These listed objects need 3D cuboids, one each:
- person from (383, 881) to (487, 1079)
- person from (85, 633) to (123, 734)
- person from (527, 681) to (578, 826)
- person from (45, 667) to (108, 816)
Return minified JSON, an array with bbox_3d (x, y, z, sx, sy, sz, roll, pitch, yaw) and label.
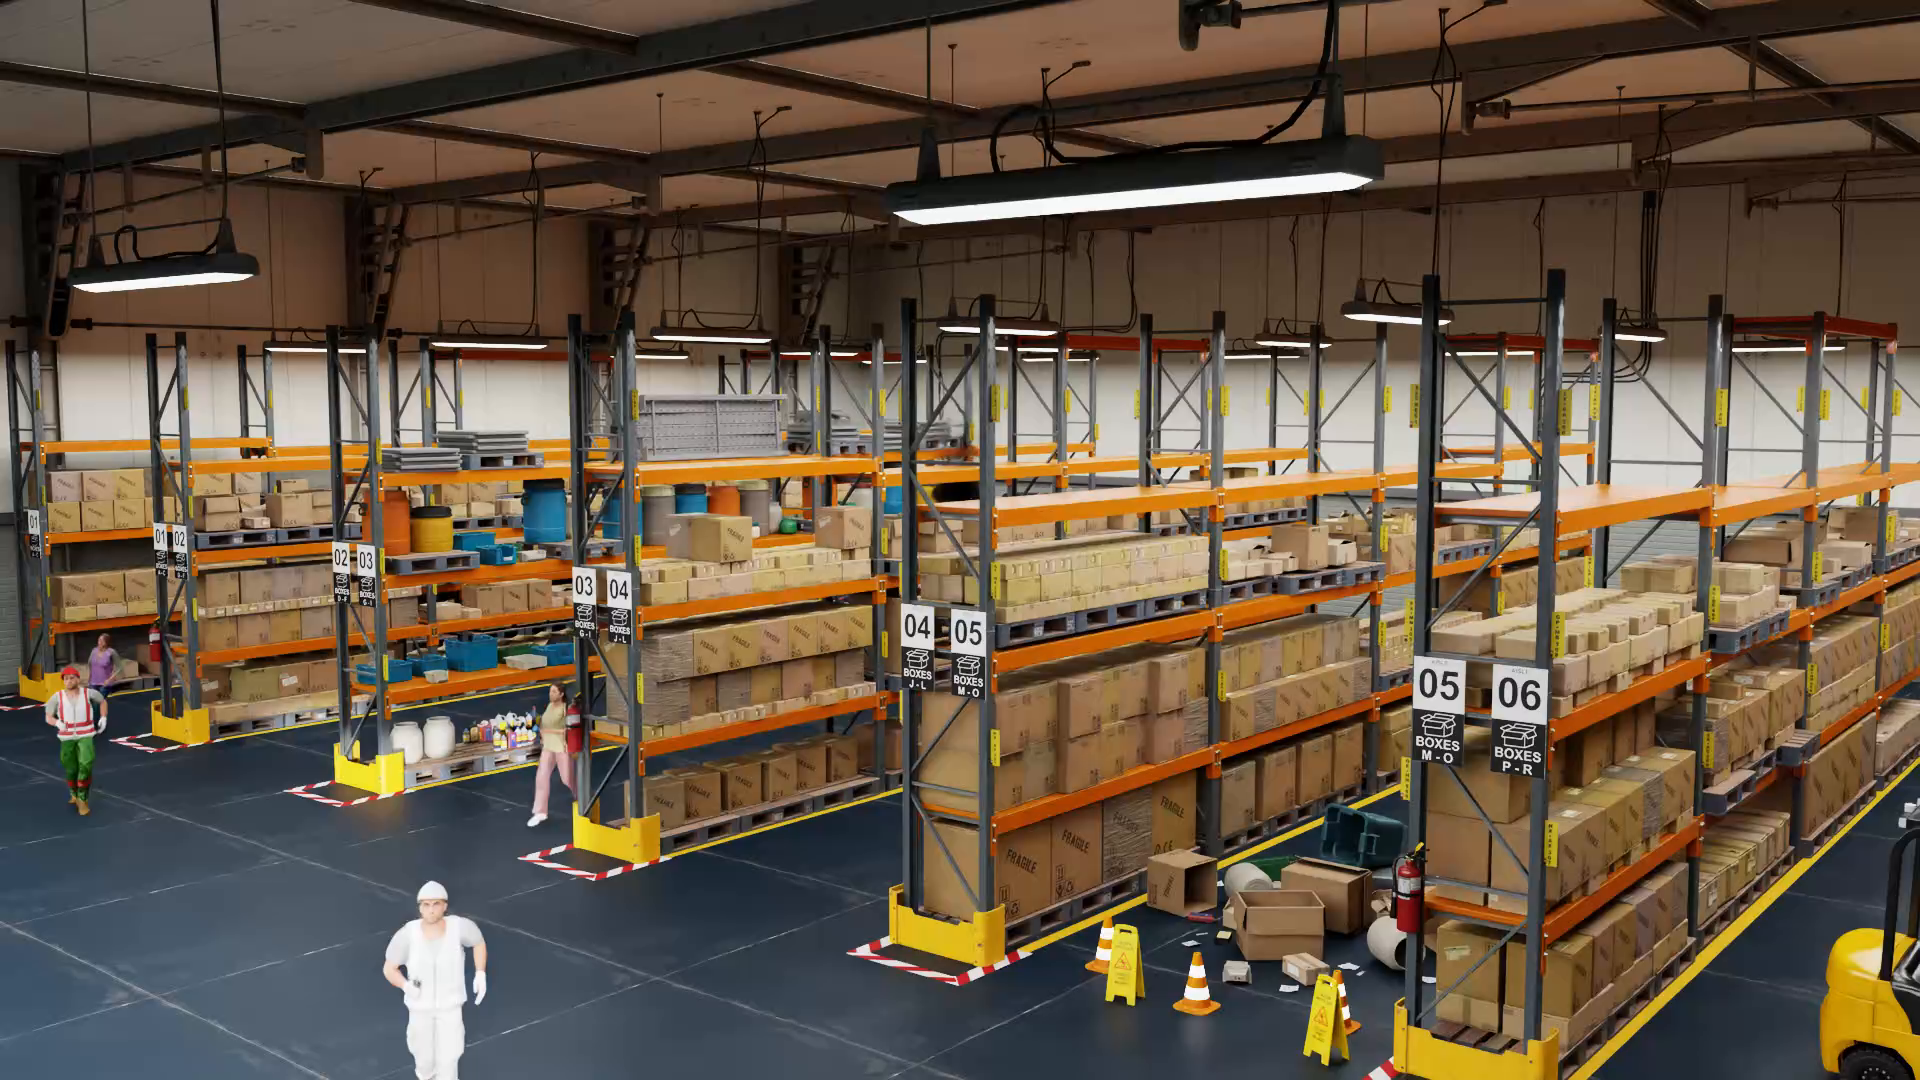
[{"bbox_3d":[-3.614,3.234,11.480,0.682,1.807,0.848,-1,5,-15],"label":"person"},{"bbox_3d":[-12.820,2.155,24.938,0.556,1.550,0.572,0,5,1],"label":"person"},{"bbox_3d":[-4.808,2.514,19.886,0.577,1.663,0.947,3,6,30],"label":"person"},{"bbox_3d":[-10.844,2.454,20.421,0.664,1.808,0.761,-2,6,-22],"label":"person"}]
